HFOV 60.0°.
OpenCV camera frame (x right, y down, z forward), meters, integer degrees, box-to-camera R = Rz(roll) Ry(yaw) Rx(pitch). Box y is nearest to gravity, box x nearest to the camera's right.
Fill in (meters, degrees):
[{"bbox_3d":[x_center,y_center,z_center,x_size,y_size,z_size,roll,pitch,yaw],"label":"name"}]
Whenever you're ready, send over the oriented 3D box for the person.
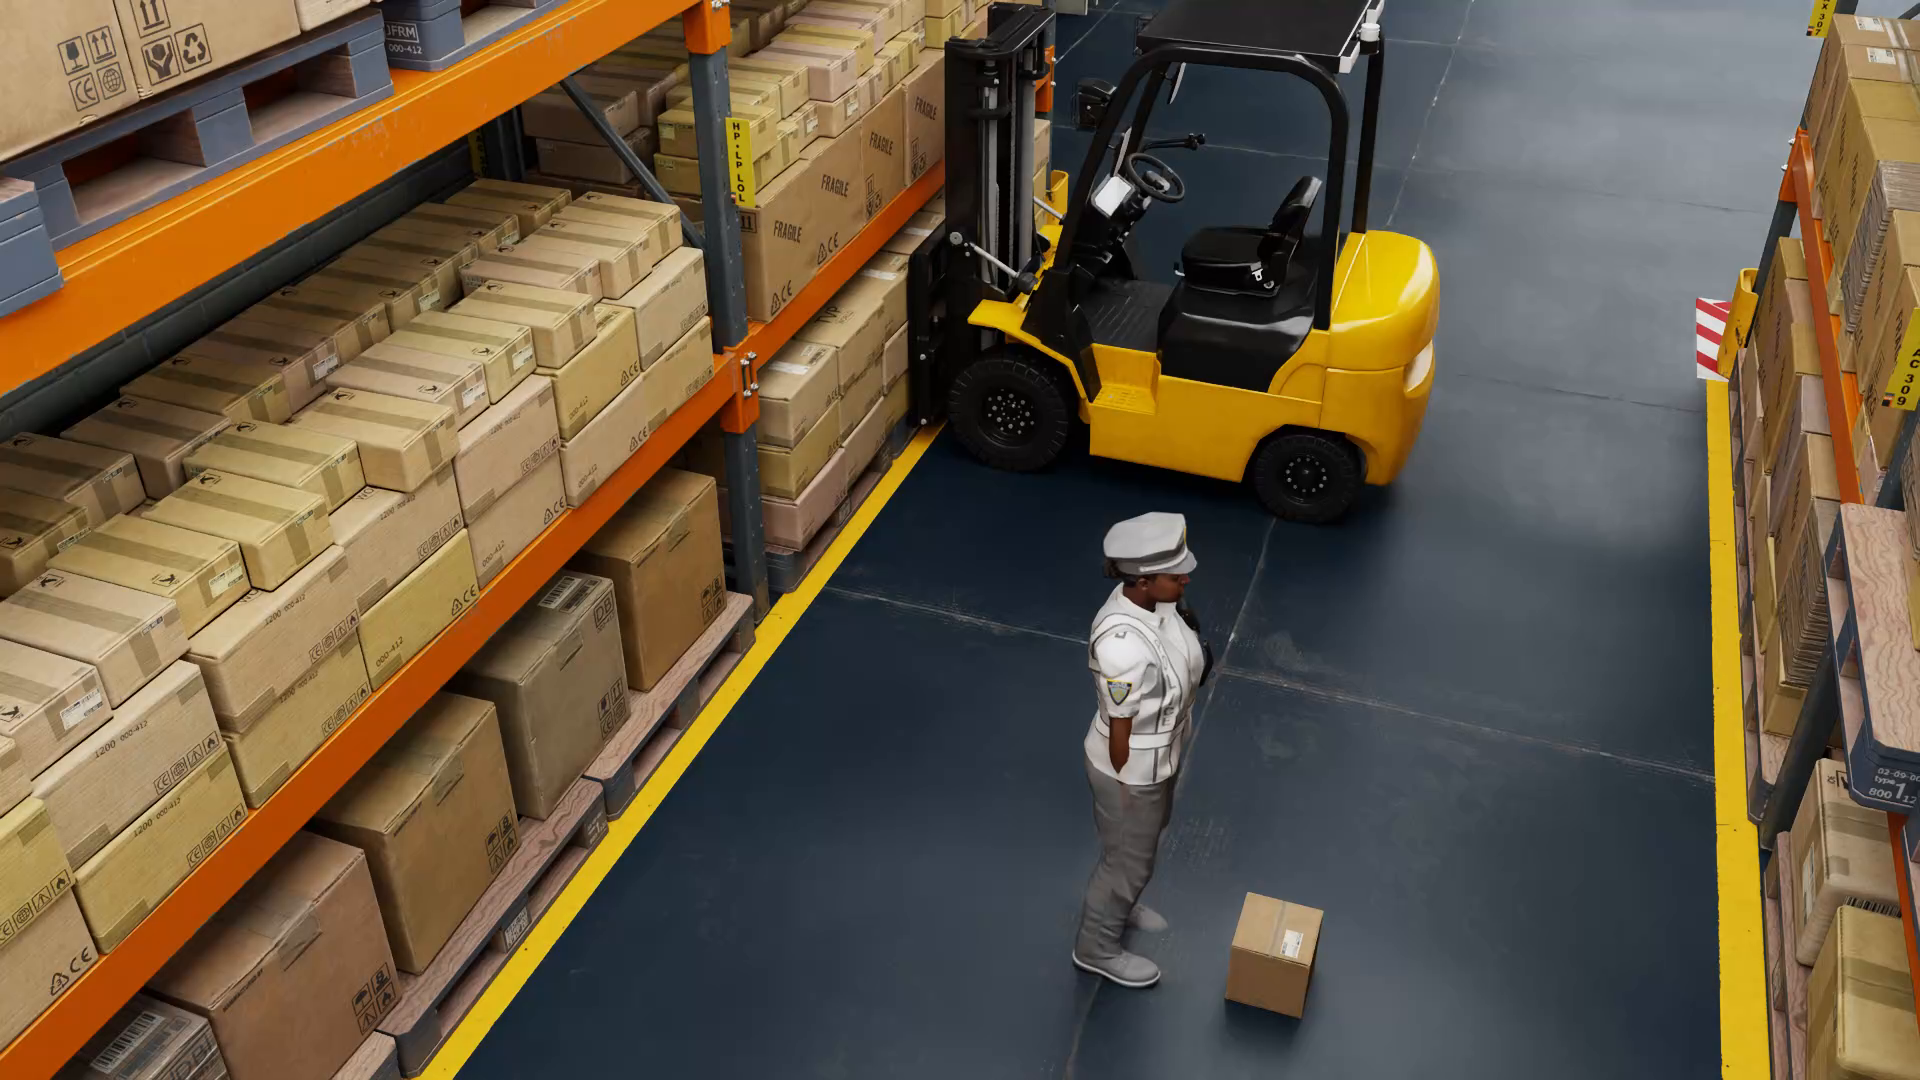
[{"bbox_3d":[0.562,0.667,5.150,0.341,1.702,0.436,12,35,18],"label":"person"}]
